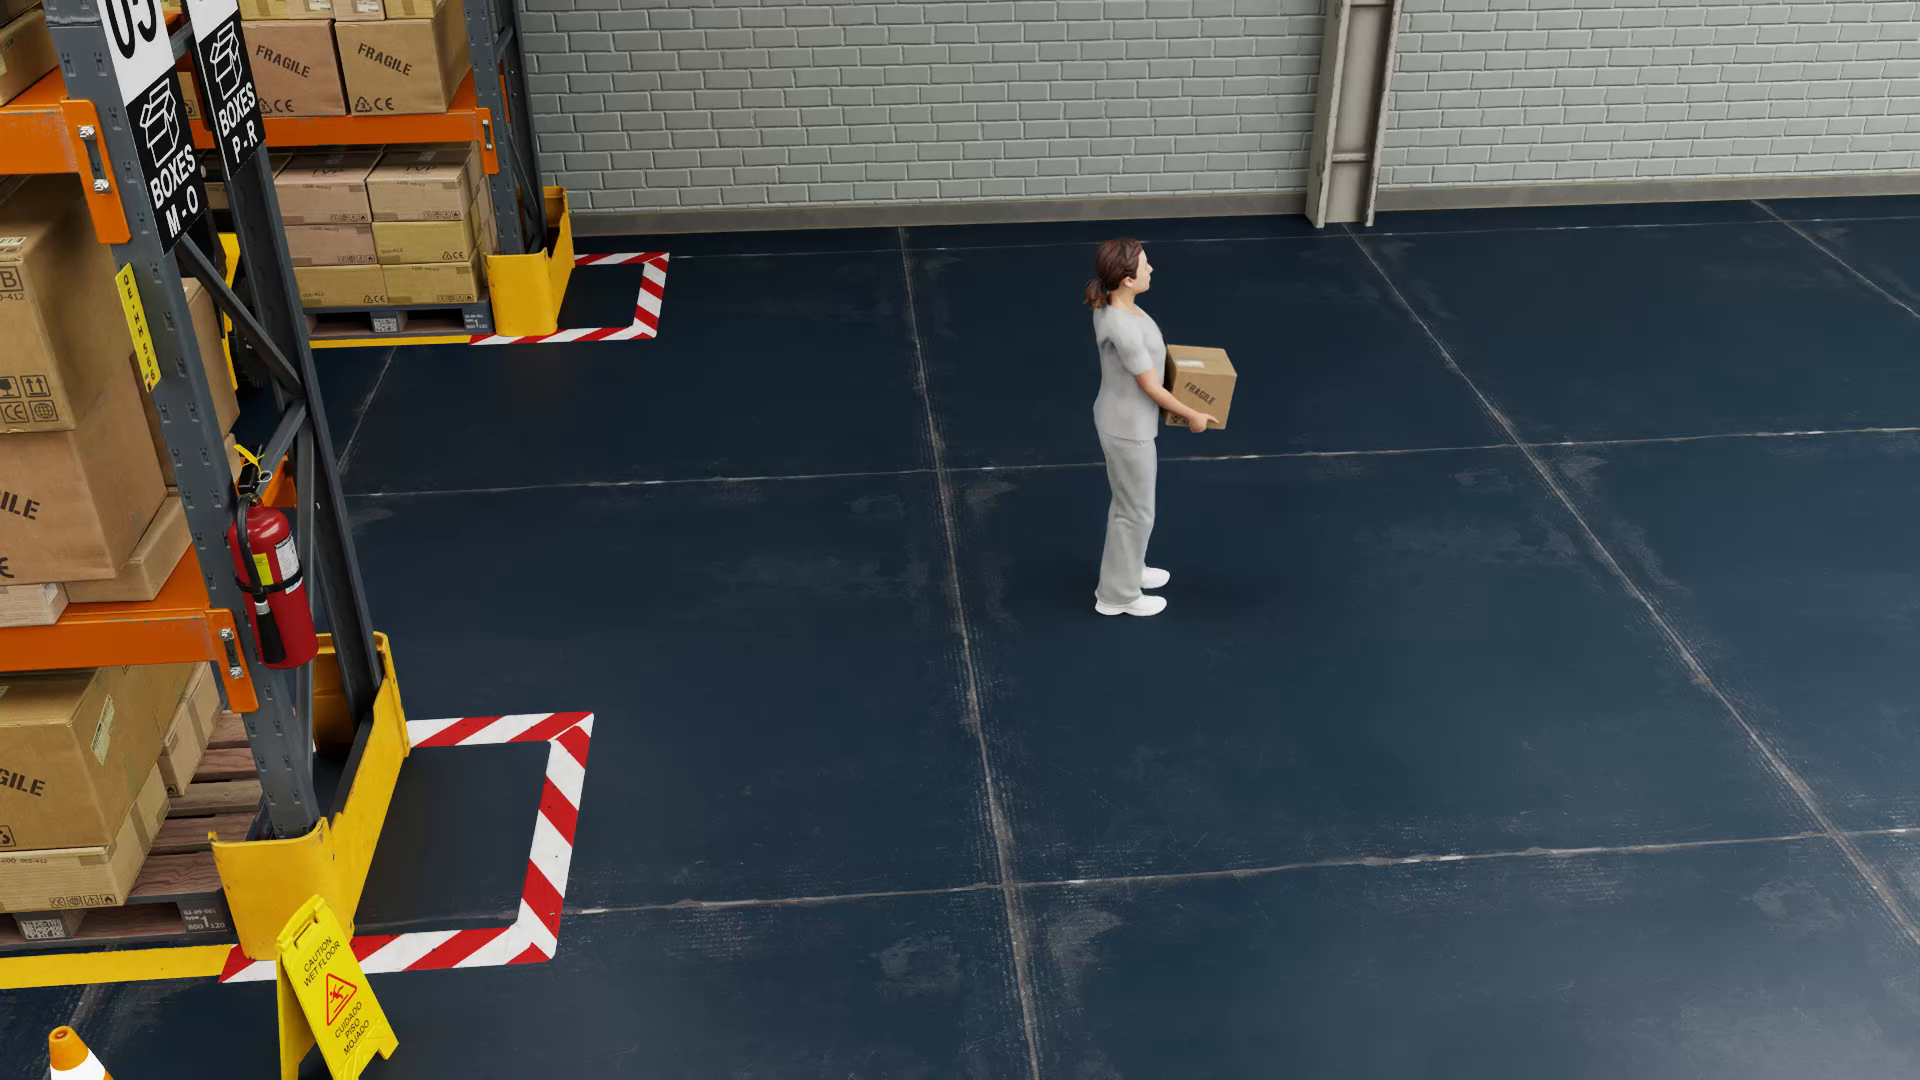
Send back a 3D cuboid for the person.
[{"bbox_3d":[0.765,-0.465,6.914,0.560,1.663,0.436,-2,31,-4],"label":"person"}]
